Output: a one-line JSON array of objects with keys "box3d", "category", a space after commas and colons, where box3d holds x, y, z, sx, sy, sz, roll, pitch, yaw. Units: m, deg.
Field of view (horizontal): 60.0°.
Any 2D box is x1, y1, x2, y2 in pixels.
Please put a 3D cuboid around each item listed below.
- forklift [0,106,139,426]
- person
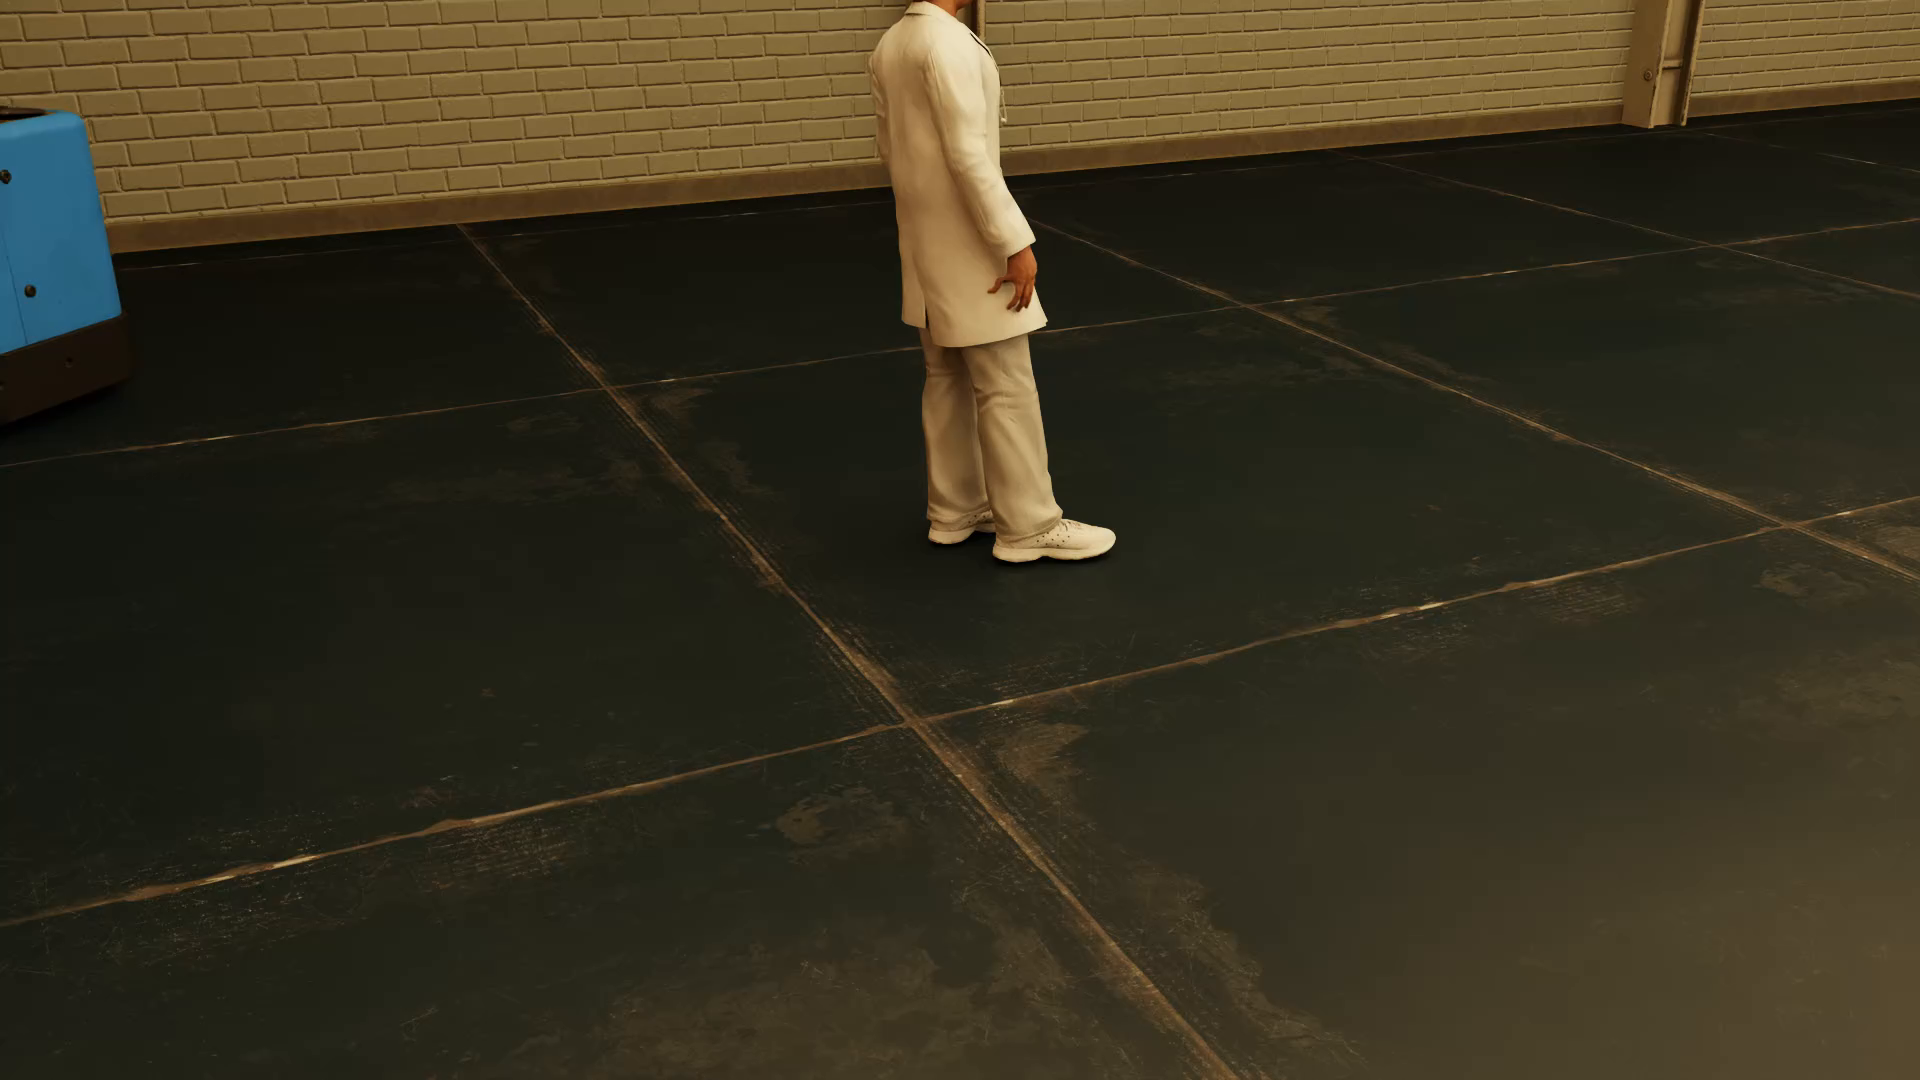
[{"box3d": [-4.773, -1.944, 5.965, 3.031, 2.935, 1.130, 7, 24, 17], "category": "forklift"}, {"box3d": [0.085, -0.841, 4.796, 0.578, 1.777, 0.696, -10, 25, -23], "category": "person"}]
